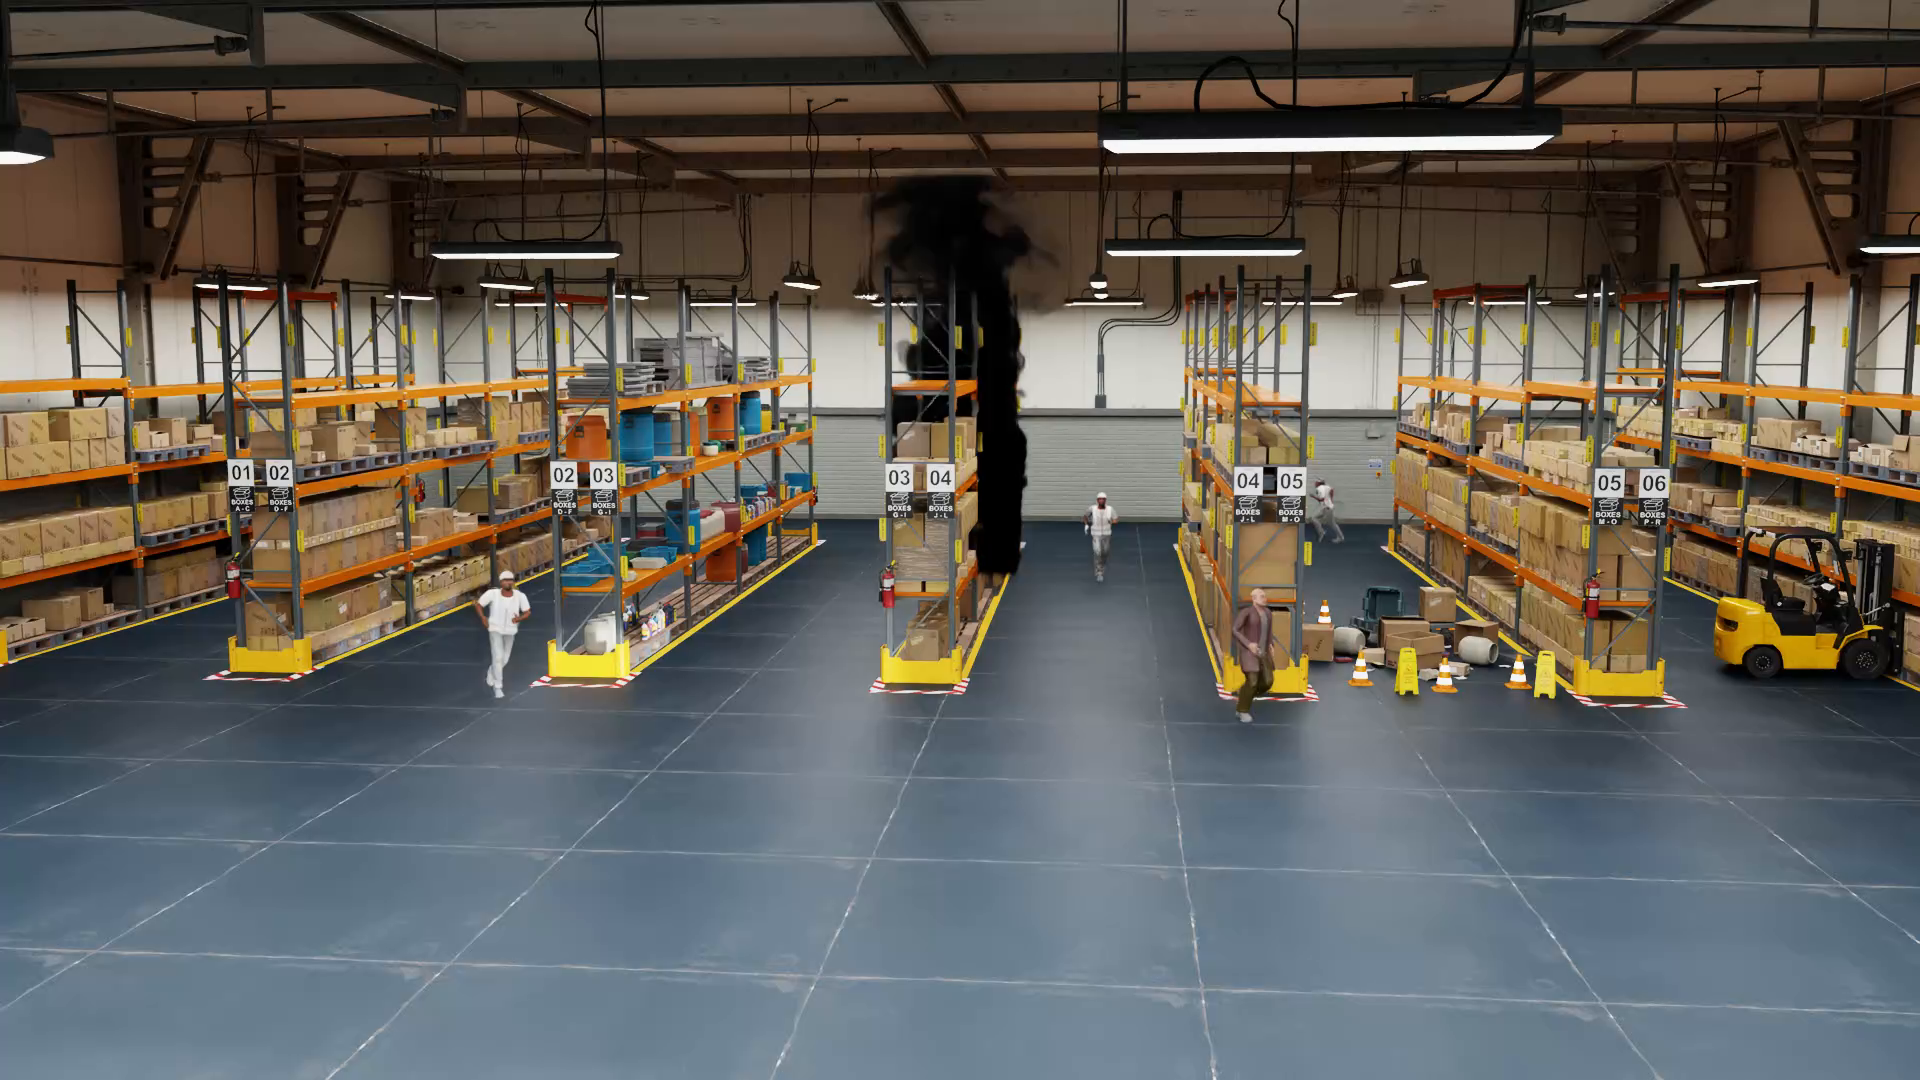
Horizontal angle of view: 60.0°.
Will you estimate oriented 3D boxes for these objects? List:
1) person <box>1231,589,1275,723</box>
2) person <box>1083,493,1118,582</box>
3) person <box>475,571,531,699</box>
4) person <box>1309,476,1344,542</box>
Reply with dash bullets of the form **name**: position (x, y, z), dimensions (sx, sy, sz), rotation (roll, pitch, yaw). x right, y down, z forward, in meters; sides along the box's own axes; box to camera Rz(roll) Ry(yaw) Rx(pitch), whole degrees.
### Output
- **person**: position (3.896, 1.509, 21.874), dimensions (0.728, 1.742, 0.611), rotation (-4, 8, -29)
- **person**: position (2.929, -0.090, 34.429), dimensions (0.675, 1.793, 0.959), rotation (-1, 7, -6)
- **person**: position (-6.454, 1.302, 23.565), dimensions (0.740, 1.746, 0.878), rotation (-4, 8, -27)
- **person**: position (8.937, -0.741, 40.572), dimensions (0.872, 1.639, 0.567), rotation (0, 7, 3)
